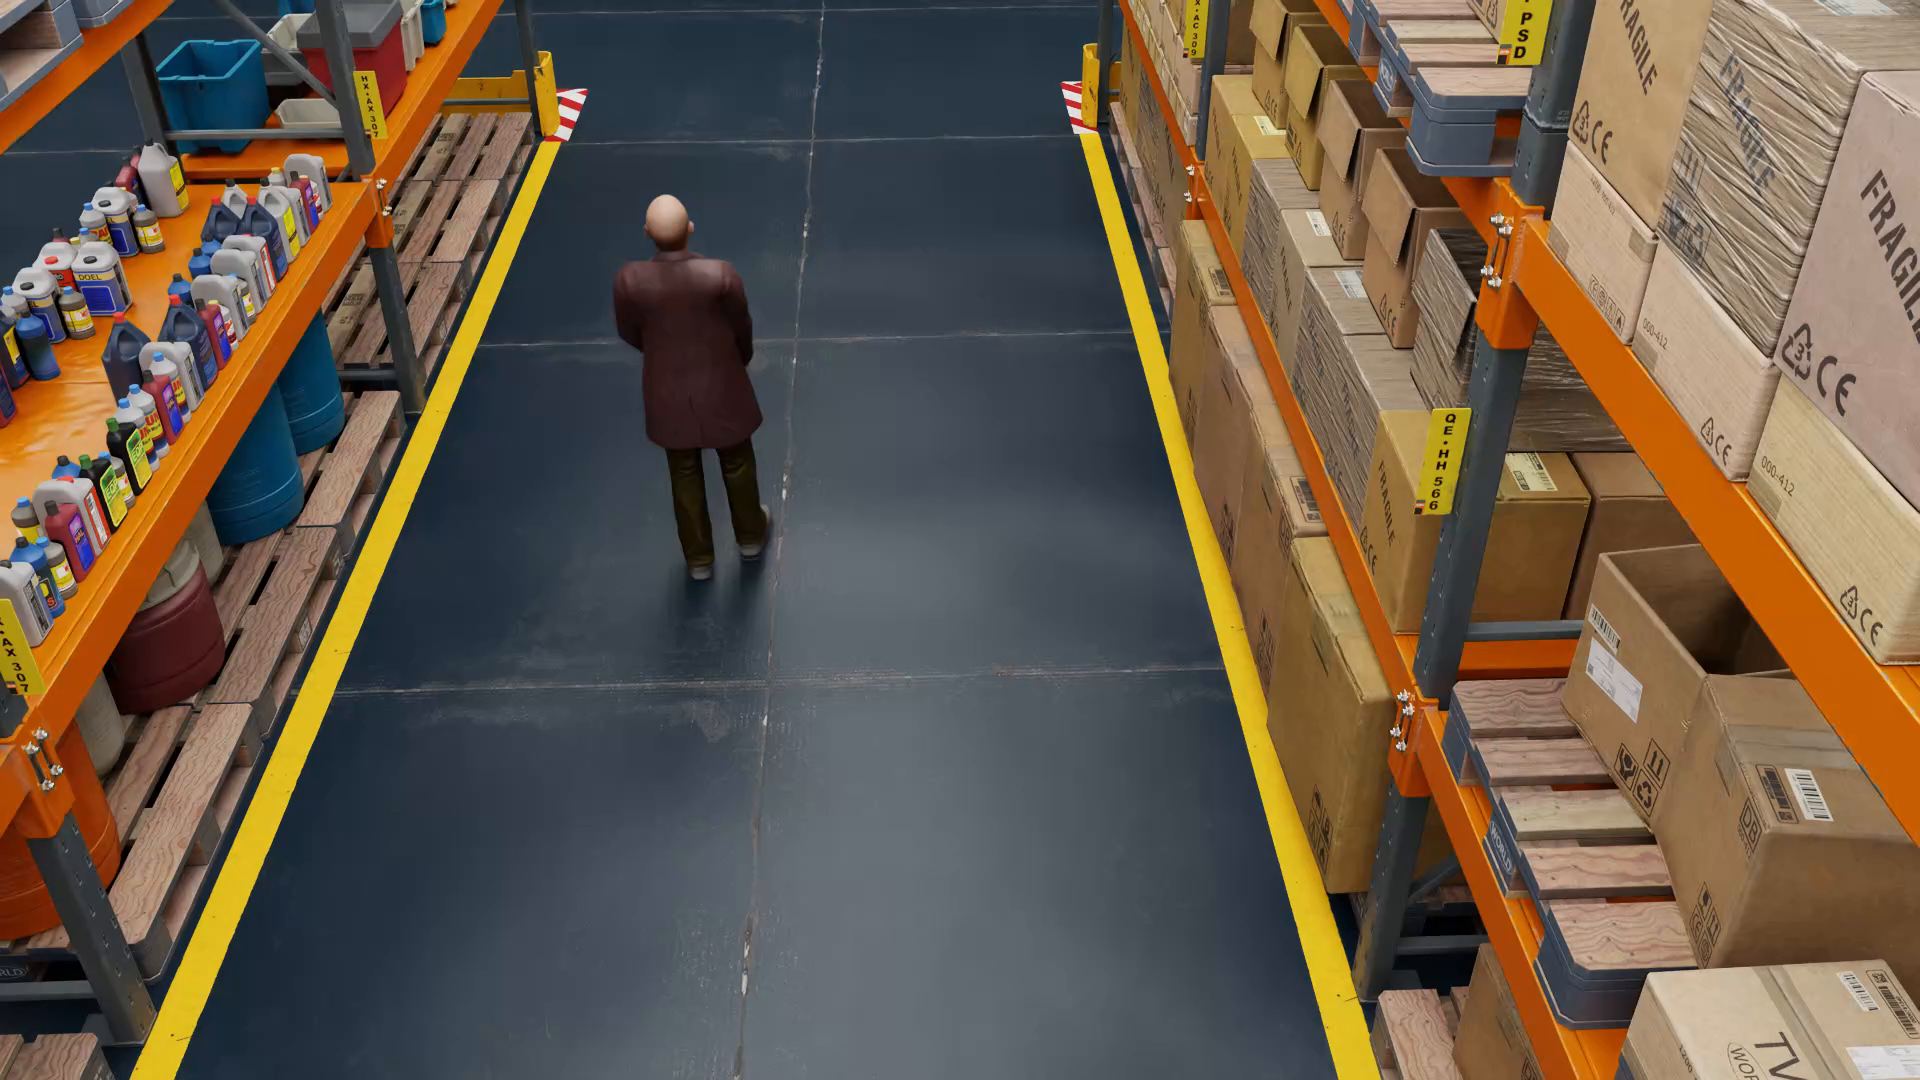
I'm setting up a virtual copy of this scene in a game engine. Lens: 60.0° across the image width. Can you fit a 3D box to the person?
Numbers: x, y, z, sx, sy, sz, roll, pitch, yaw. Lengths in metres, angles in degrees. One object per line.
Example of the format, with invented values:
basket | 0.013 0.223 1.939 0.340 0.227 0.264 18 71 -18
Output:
person | -1.141 -0.698 7.149 0.571 1.779 0.547 -1 35 -1
